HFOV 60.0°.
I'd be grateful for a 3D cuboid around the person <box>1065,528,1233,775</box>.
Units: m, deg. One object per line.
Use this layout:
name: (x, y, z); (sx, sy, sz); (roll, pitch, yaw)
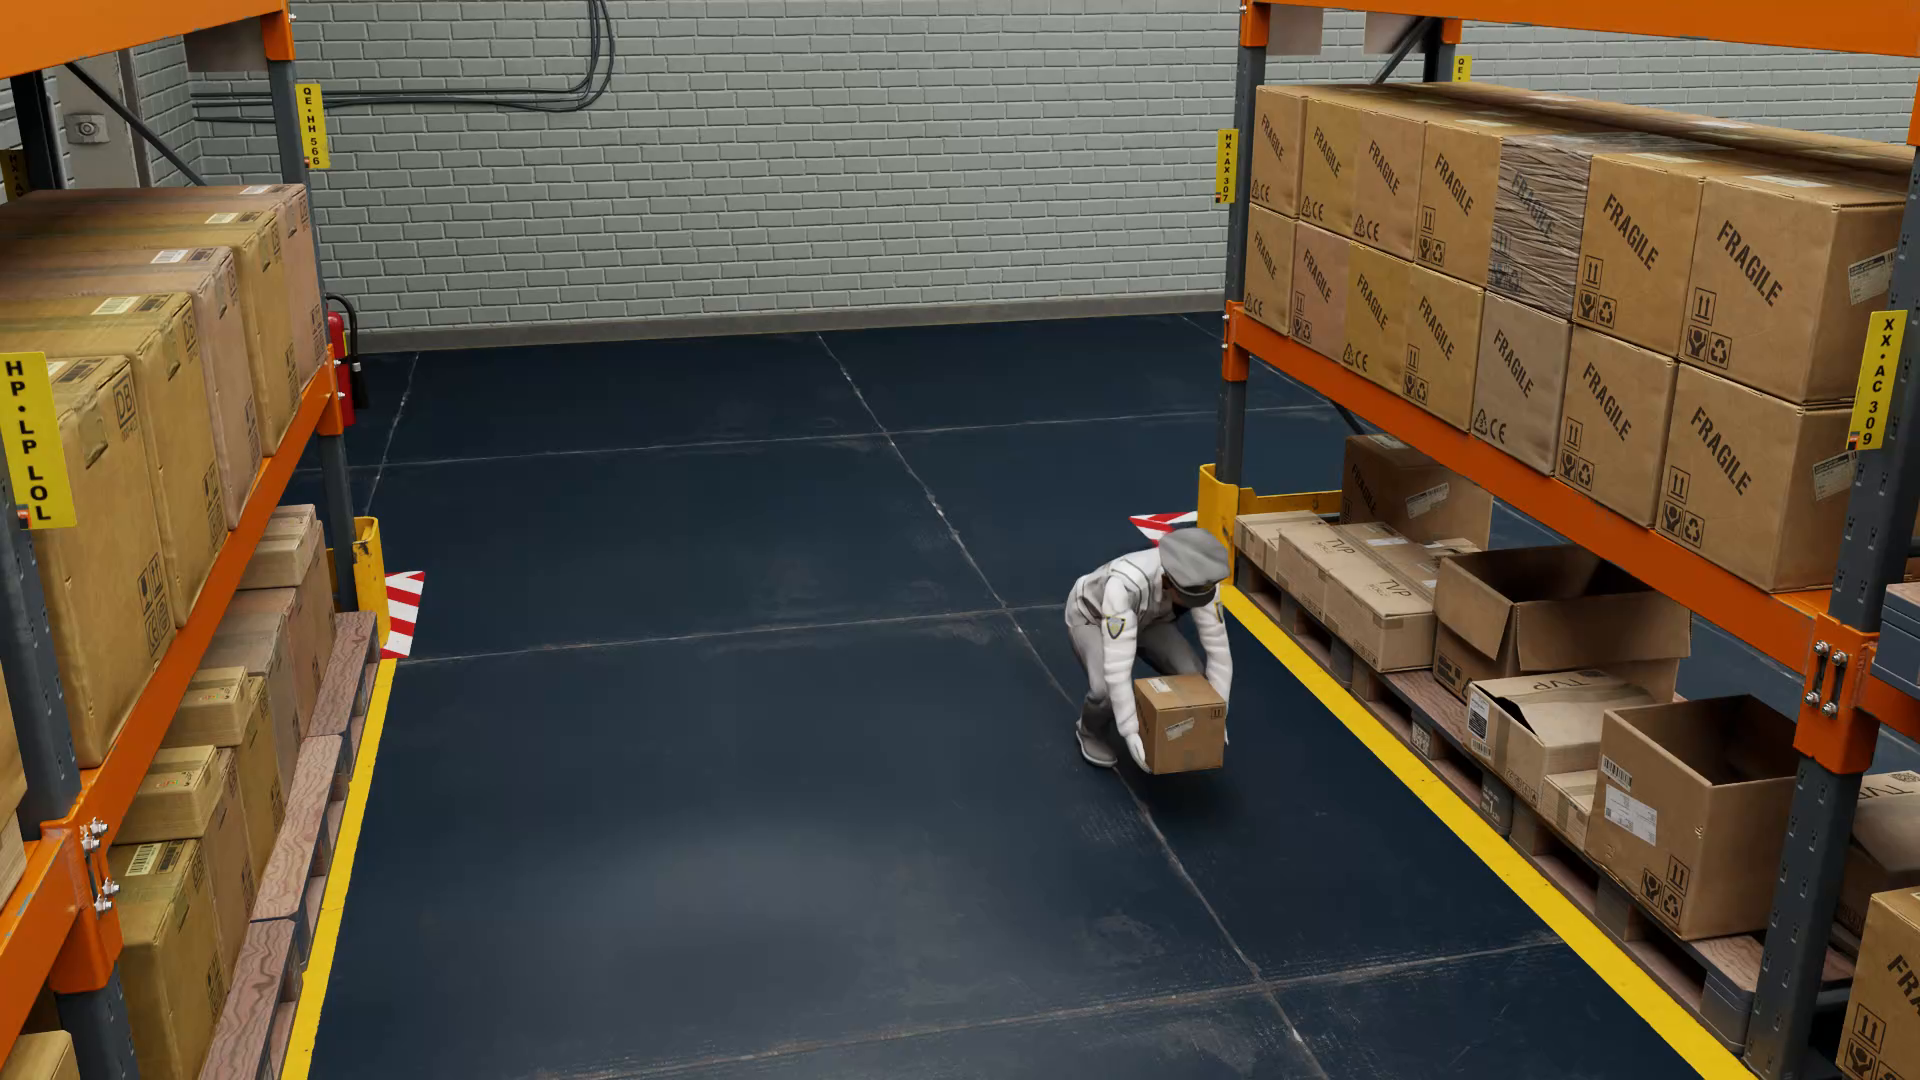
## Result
person: (0.688, 0.364, 6.059); (0.494, 0.994, 0.819); (-5, 20, -14)
